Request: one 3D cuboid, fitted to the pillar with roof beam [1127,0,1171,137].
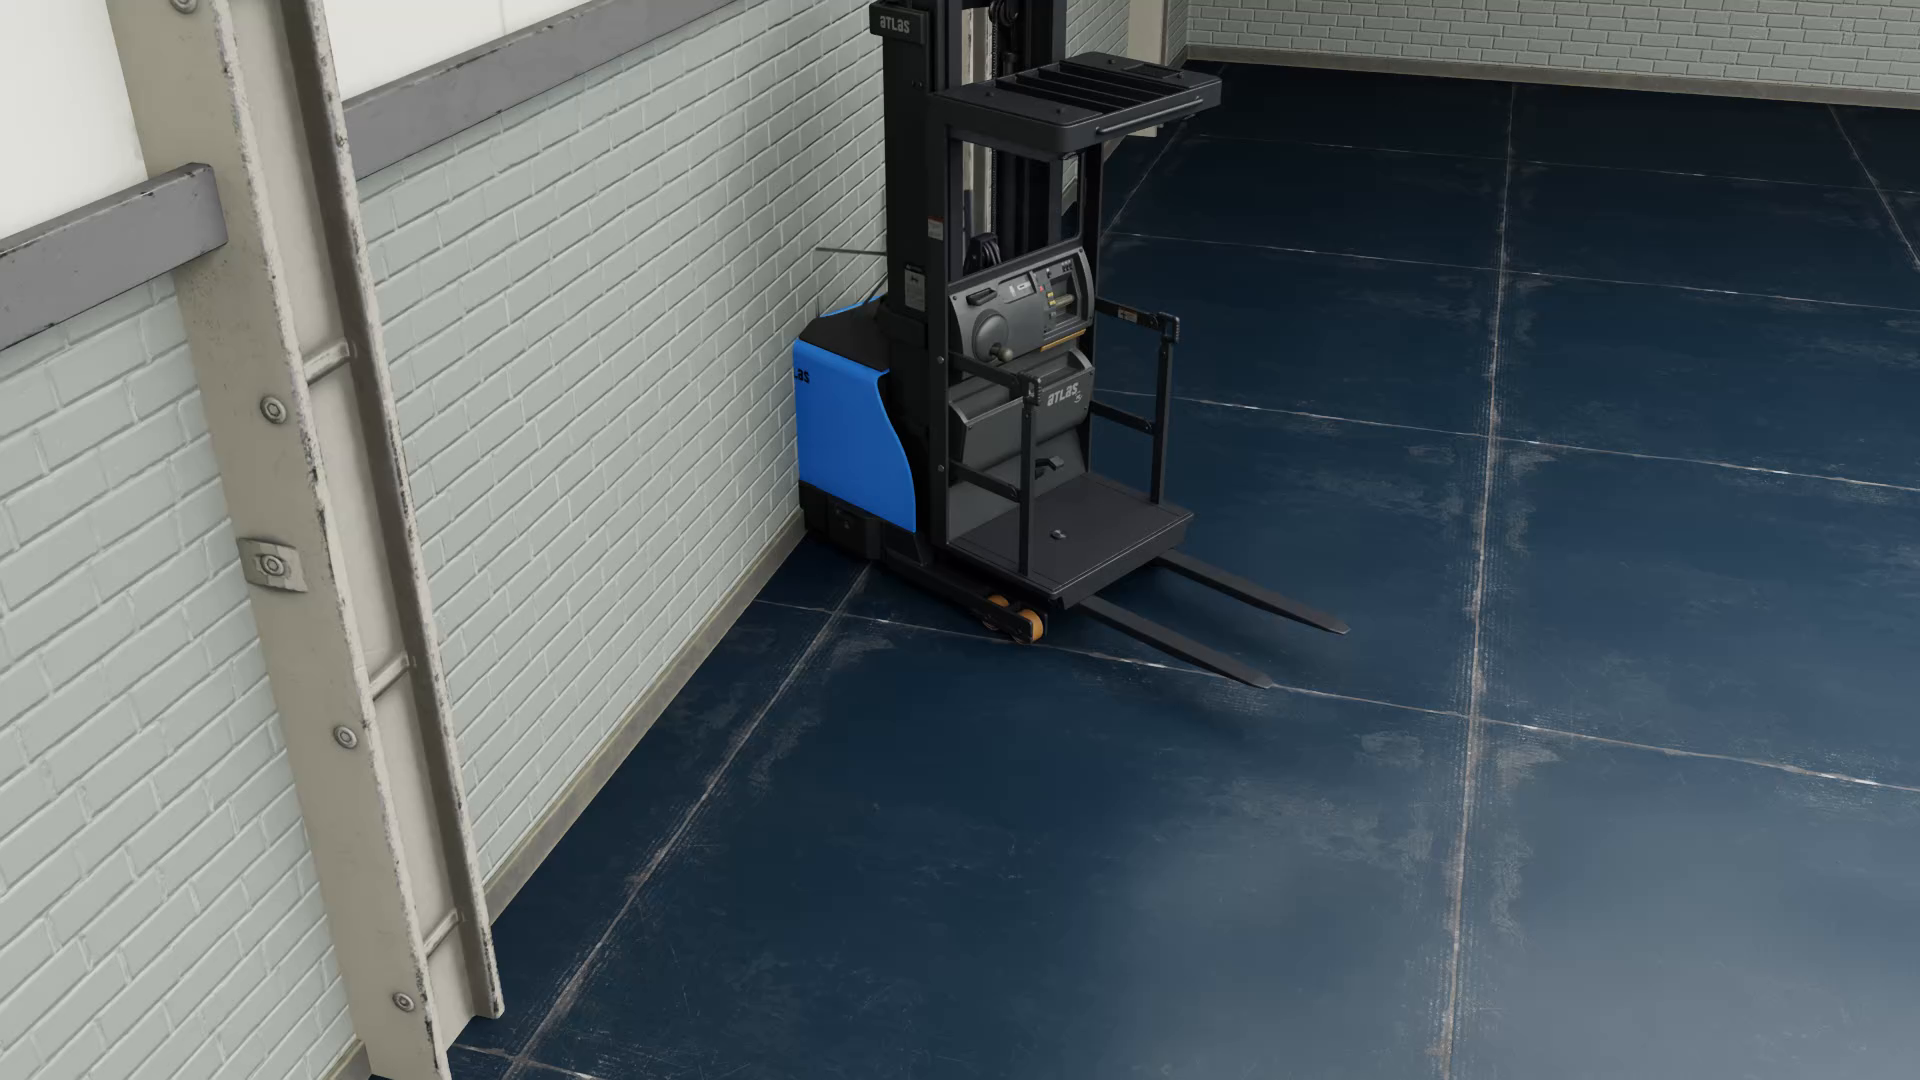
[{"bbox_3d":[5.846,-7.190,12.418,9.100,9.000,0.400,8,30,15],"label":"pillar with roof beam"}]

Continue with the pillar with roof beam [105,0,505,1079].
[{"bbox_3d":[2.324,-1.613,2.393,9.100,9.000,0.400,8,30,15],"label":"pillar with roof beam"}]

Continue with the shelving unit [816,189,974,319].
[{"bbox_3d":[-0.341,-1.060,9.049,0.587,1.500,1.083,8,26,21],"label":"shelving unit"}]

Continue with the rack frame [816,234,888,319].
[{"bbox_3d":[-0.531,-0.864,8.631,0.500,1.500,0.032,8,26,21],"label":"rack frame"}]

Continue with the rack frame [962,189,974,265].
[{"bbox_3d":[-0.144,-1.262,9.482,0.500,1.500,0.032,8,26,21],"label":"rack frame"}]

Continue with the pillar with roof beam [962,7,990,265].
[{"bbox_3d":[4.085,-4.401,7.405,9.100,9.000,0.400,8,30,15],"label":"pillar with roof beam"}]

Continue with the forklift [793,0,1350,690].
[{"bbox_3d":[0.453,-1.071,7.661,3.031,2.935,1.130,25,38,37],"label":"forklift"}]
